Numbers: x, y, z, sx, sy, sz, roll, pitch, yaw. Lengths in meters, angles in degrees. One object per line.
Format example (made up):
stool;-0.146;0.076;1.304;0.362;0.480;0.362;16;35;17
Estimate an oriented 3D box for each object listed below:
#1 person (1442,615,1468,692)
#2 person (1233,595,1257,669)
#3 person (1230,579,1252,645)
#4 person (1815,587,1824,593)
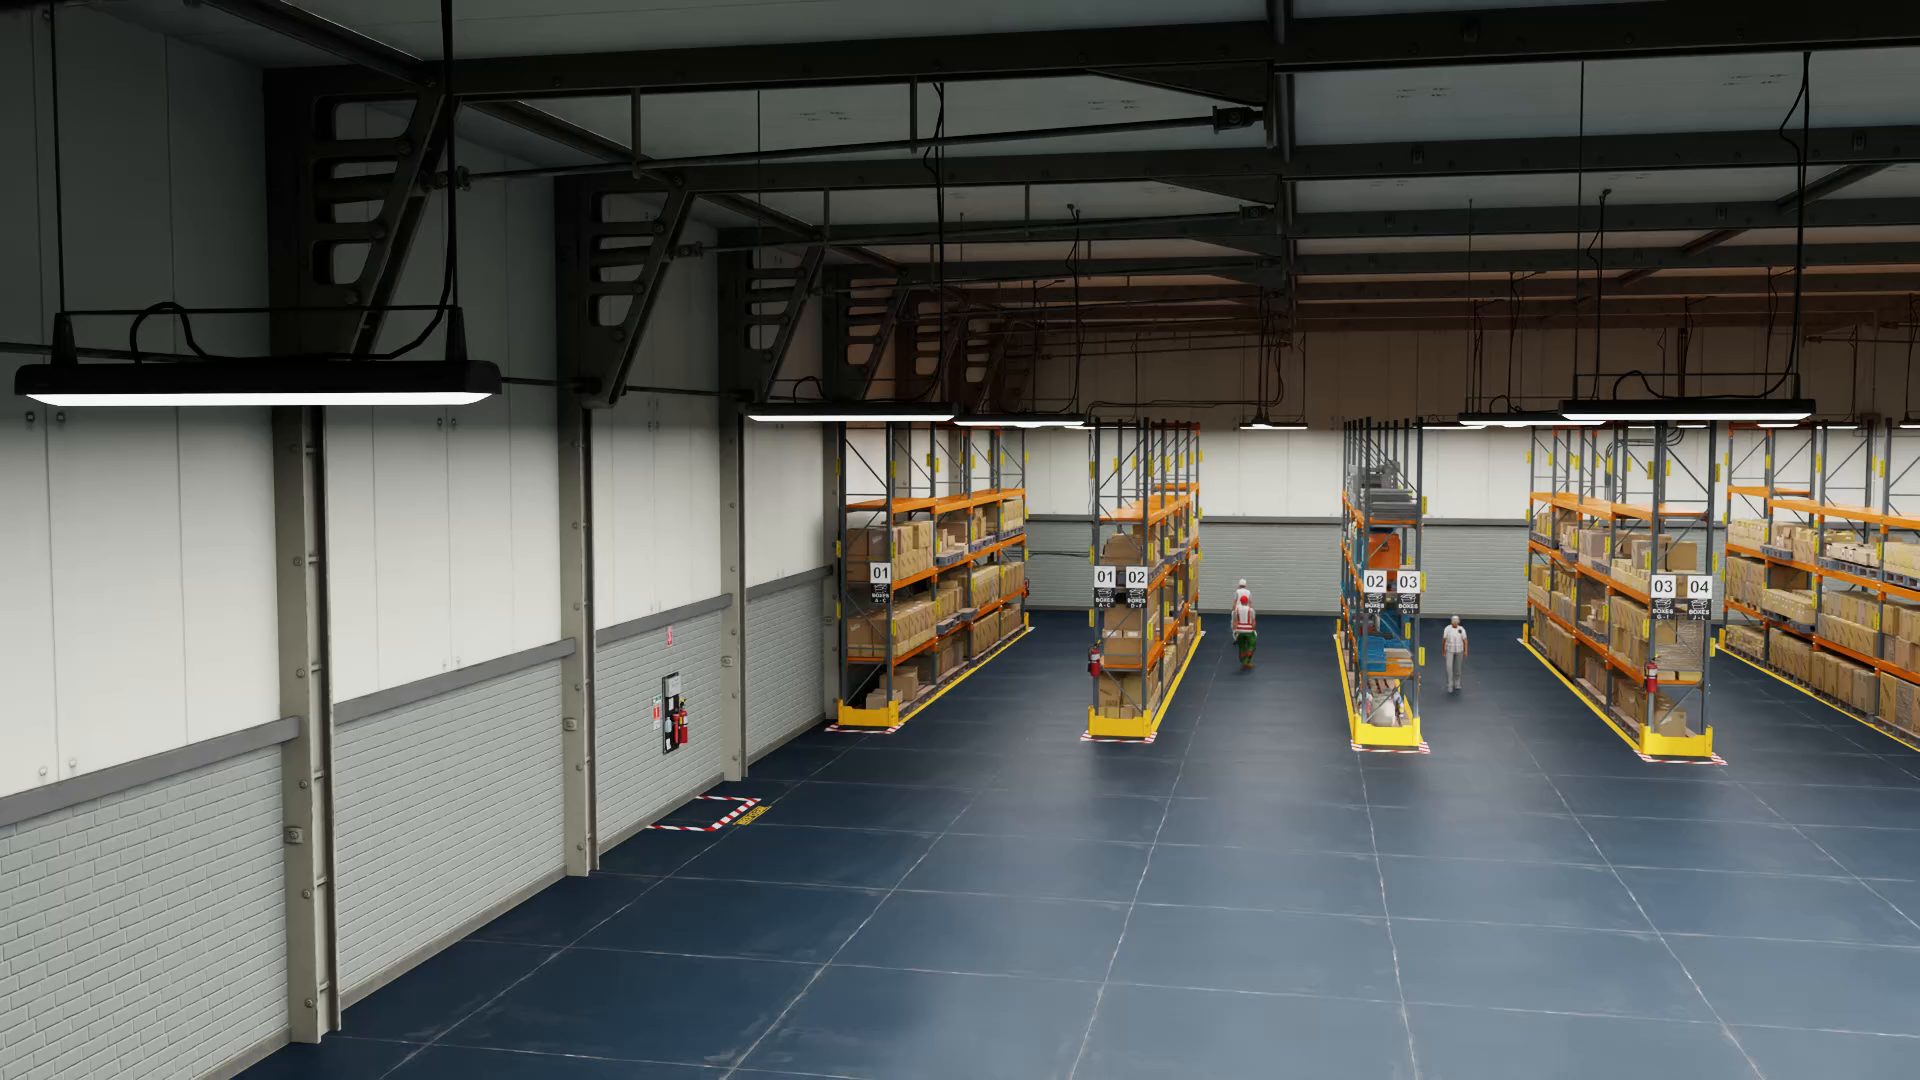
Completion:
person;10.988;2.507;36.914;0.534;1.685;0.652;1;4;11
person;6.877;2.230;40.182;0.574;1.788;0.550;1;4;21
person;7.536;1.943;44.489;0.602;1.790;0.467;-1;4;-16
person;22.208;2.053;42.952;0.583;1.784;0.553;1;4;11
